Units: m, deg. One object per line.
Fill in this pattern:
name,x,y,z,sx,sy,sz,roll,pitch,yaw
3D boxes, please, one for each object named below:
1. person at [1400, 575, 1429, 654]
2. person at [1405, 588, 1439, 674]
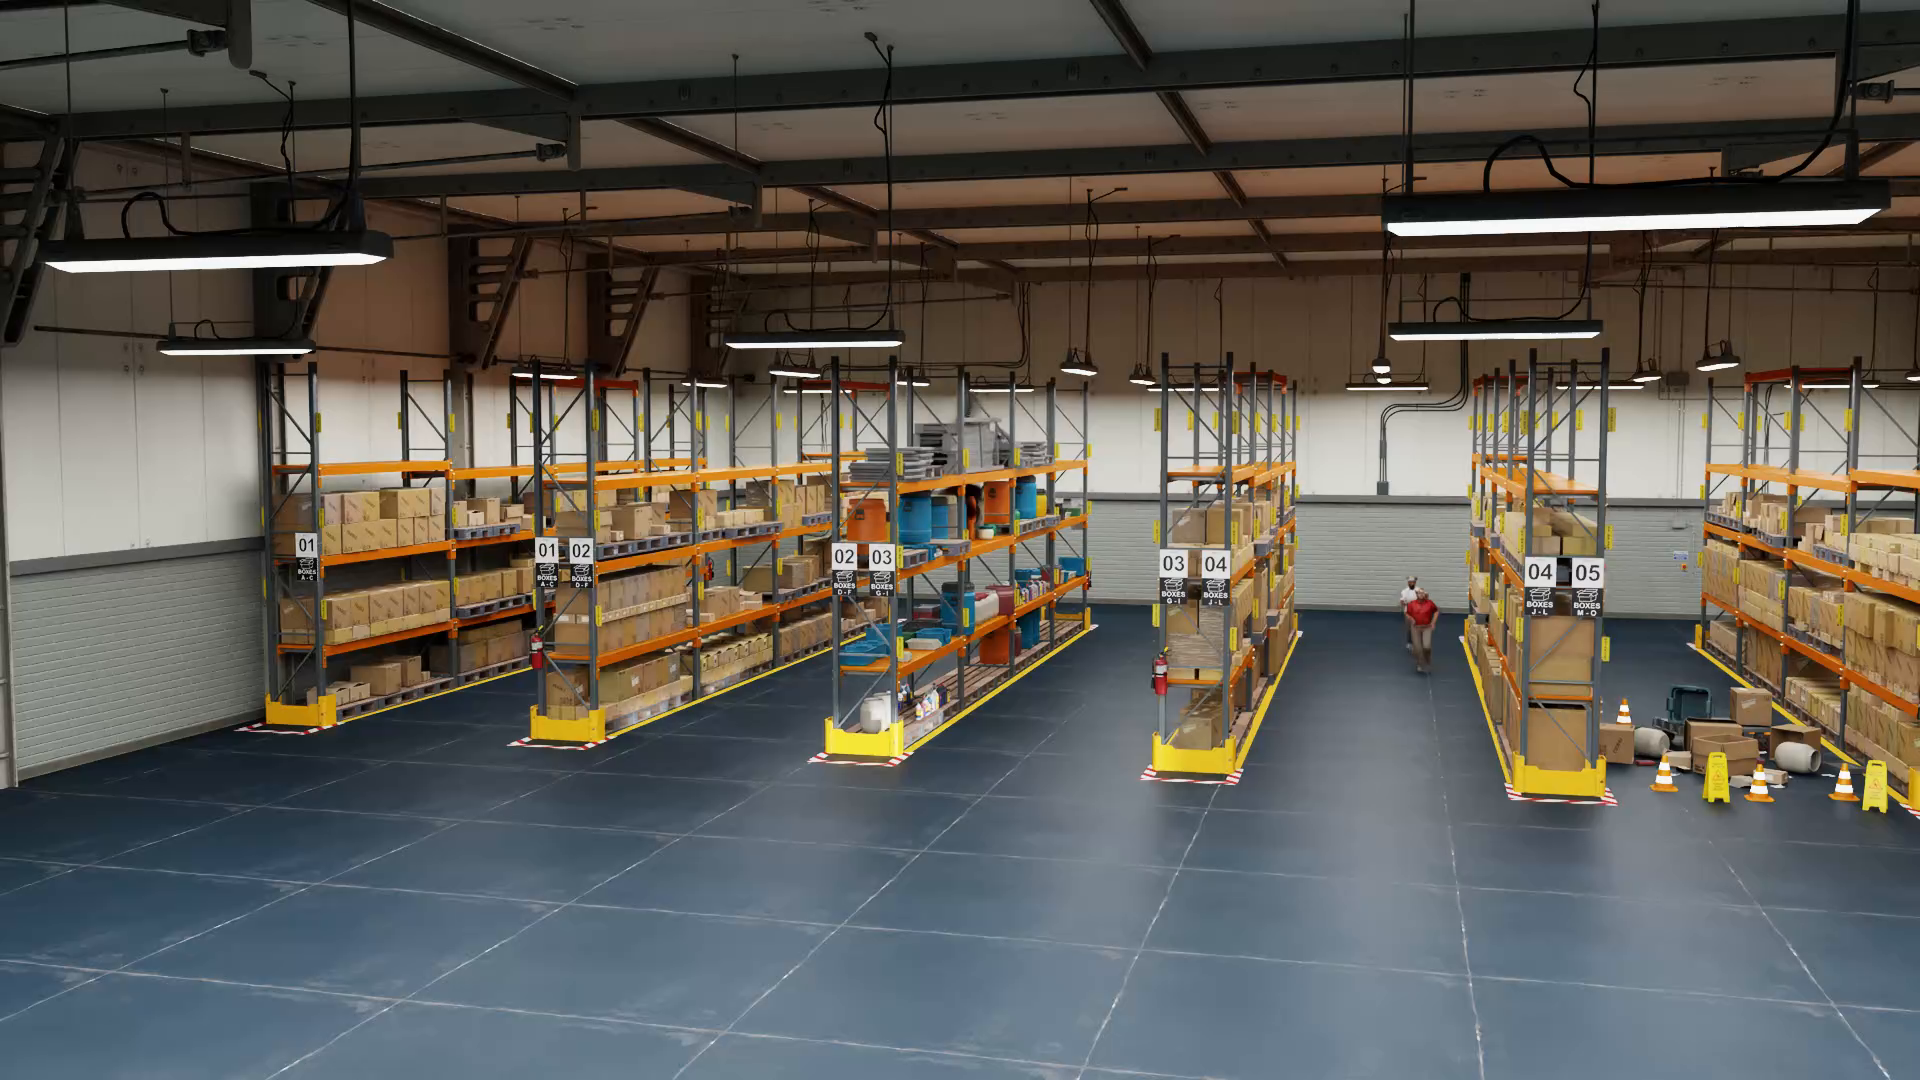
person,9.882,1.610,36.223,0.580,1.704,0.852,2,4,22
person,9.204,1.826,33.160,0.639,1.731,0.691,1,4,18
